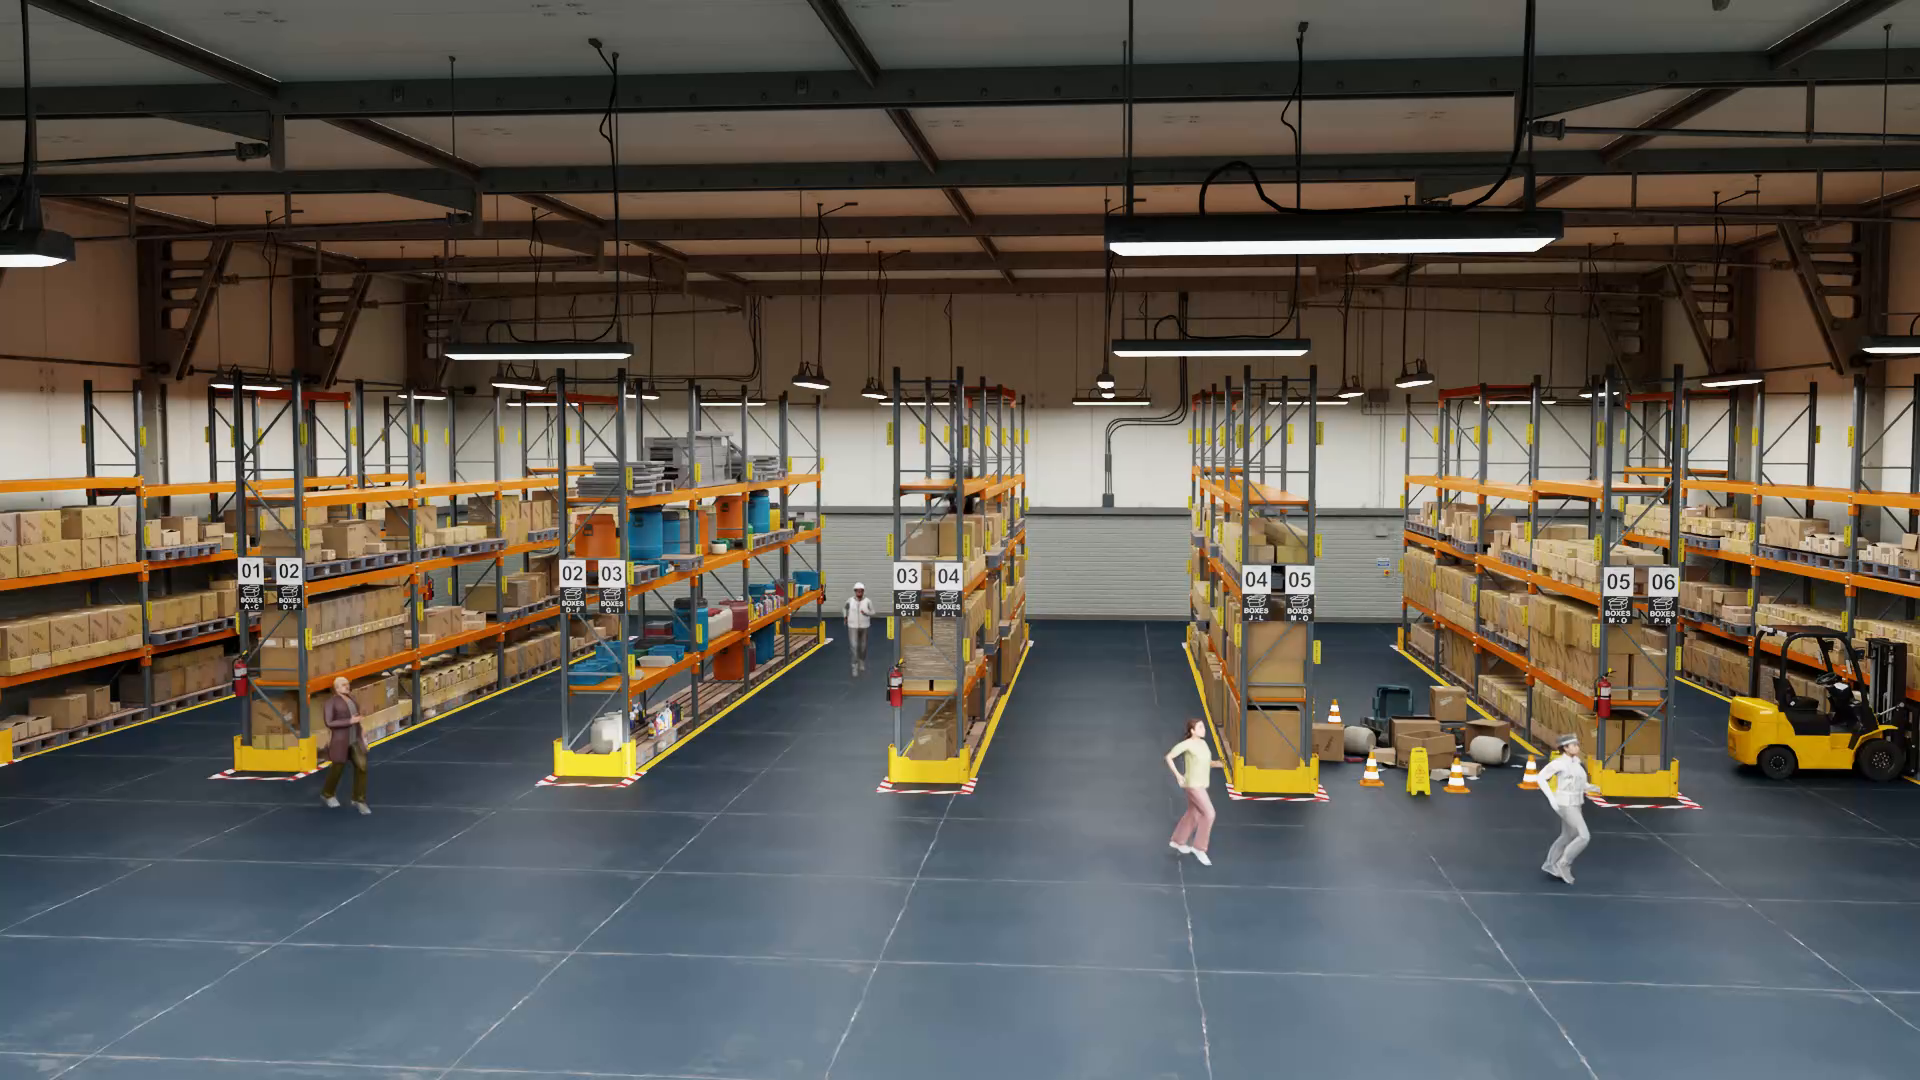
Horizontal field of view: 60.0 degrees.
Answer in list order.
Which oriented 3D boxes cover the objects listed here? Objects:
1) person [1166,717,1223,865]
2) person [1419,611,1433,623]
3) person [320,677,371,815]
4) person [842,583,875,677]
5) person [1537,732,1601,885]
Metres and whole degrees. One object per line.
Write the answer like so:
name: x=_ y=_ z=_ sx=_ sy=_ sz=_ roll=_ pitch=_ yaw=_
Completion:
person: x=2.775 y=2.948 z=19.637 sx=0.724 sy=1.723 sz=0.548 roll=3 pitch=4 yaw=36
person: x=11.424 y=1.689 z=40.344 sx=0.673 sy=1.649 sz=0.478 roll=-3 pitch=5 yaw=-38
person: x=-8.215 y=2.731 z=22.159 sx=0.841 sy=1.839 sz=0.678 roll=2 pitch=4 yaw=33
person: x=-2.031 y=1.762 z=33.017 sx=0.588 sy=1.833 sz=0.793 roll=0 pitch=4 yaw=-7
person: x=6.845 y=2.998 z=18.650 sx=0.678 sy=1.701 sz=0.583 roll=4 pitch=5 yaw=45
